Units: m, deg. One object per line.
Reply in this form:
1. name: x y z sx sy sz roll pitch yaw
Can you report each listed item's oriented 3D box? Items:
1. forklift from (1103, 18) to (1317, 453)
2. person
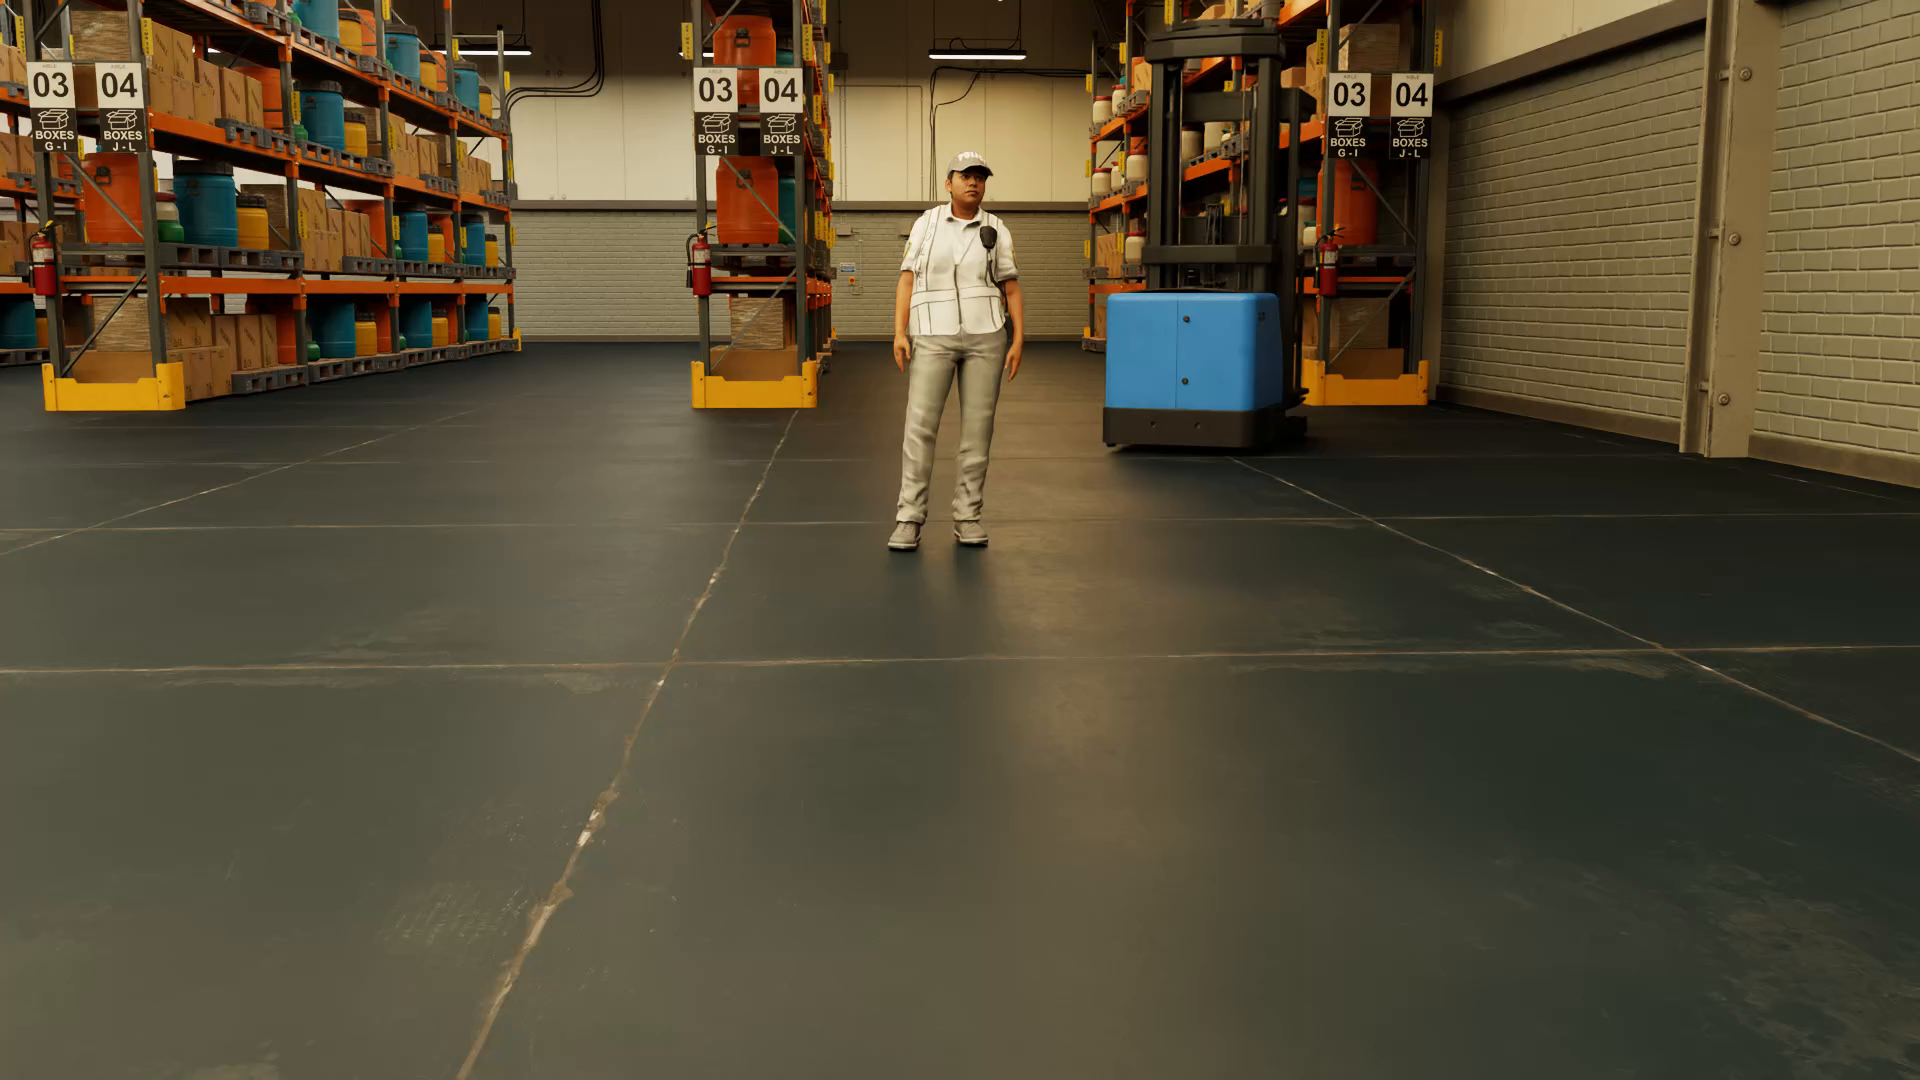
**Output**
1. forklift: 1.975 -2.212 12.229 1.130 2.935 3.031 3 9 21
2. person: -0.018 -0.820 7.110 0.598 1.670 0.529 -1 8 -4
